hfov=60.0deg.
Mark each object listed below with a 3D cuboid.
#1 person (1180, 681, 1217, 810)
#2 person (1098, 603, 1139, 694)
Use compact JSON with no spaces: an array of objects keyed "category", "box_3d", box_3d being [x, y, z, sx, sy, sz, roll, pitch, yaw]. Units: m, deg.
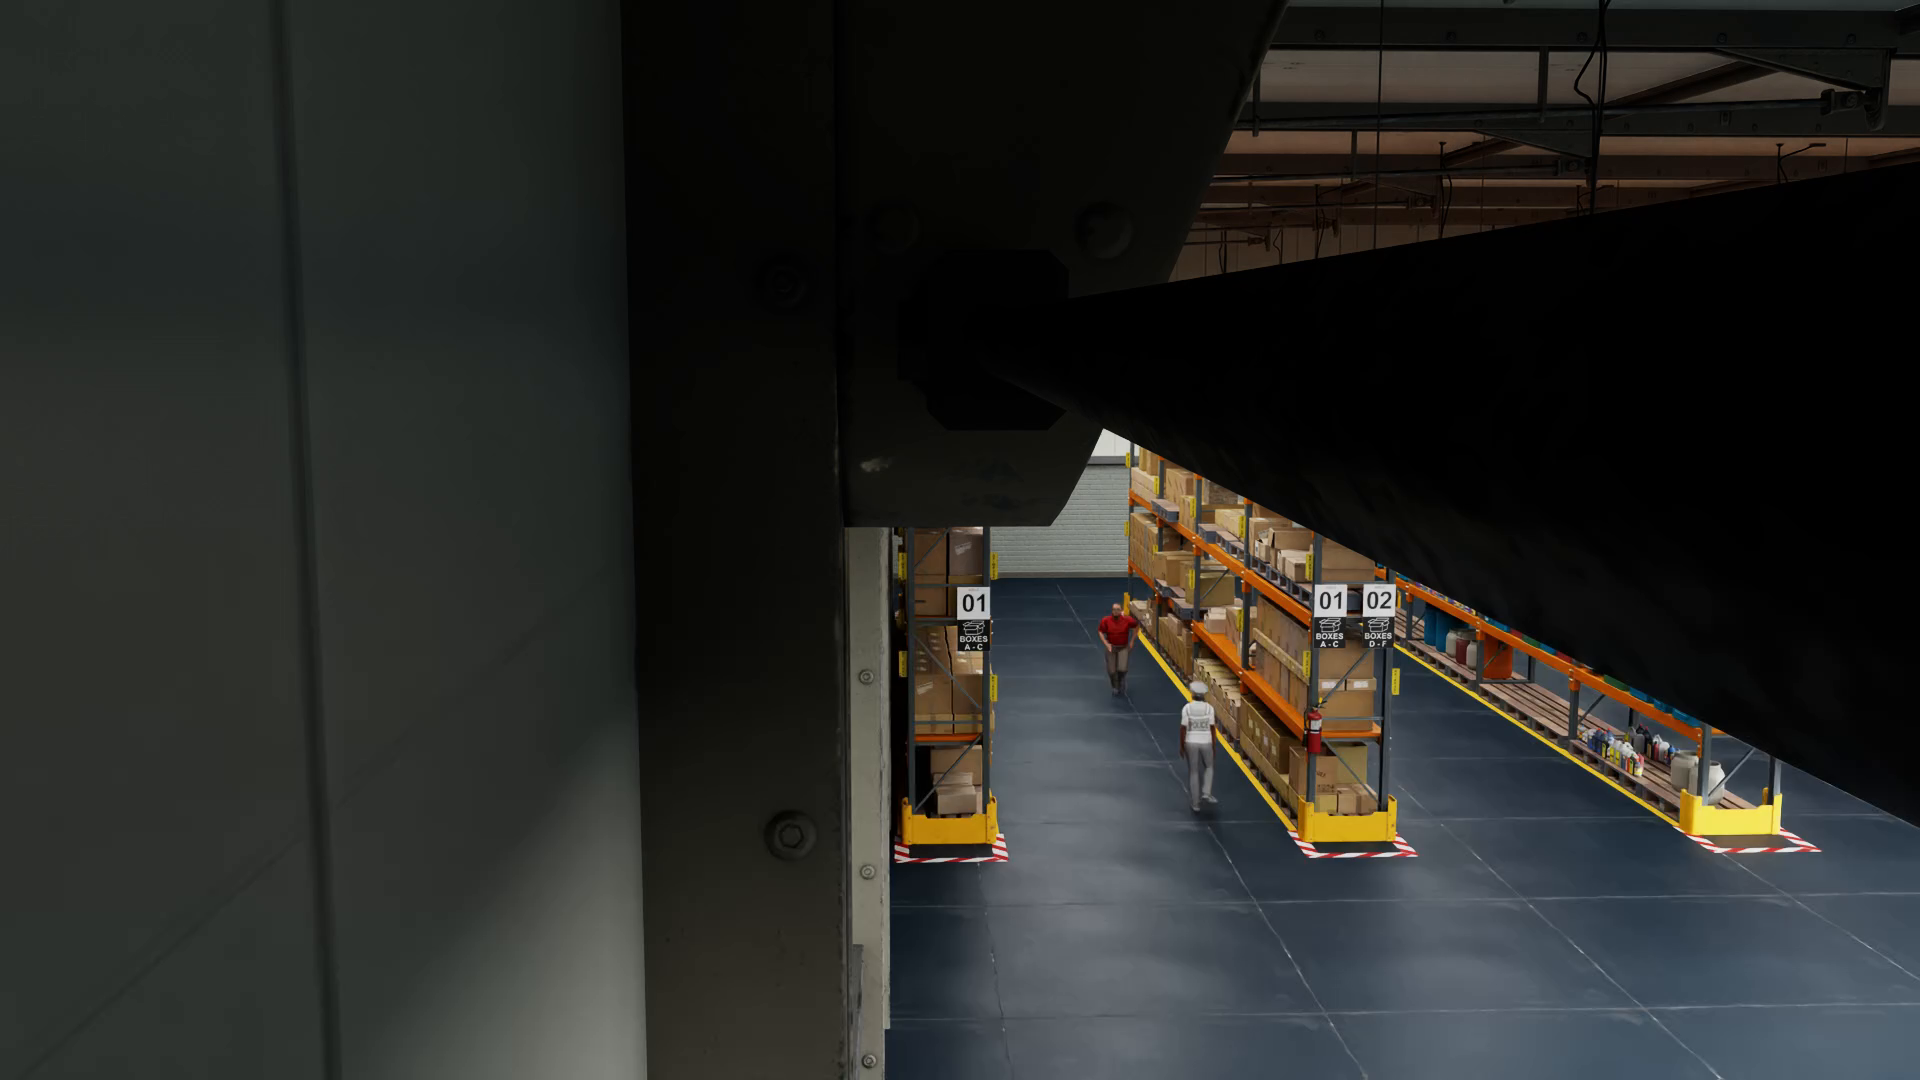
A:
[{"category":"person","box_3d":[3.138,2.698,21.861,0.503,1.685,0.457,1,7,5]},{"category":"person","box_3d":[2.724,1.869,28.580,0.704,1.640,0.730,1,7,7]}]
